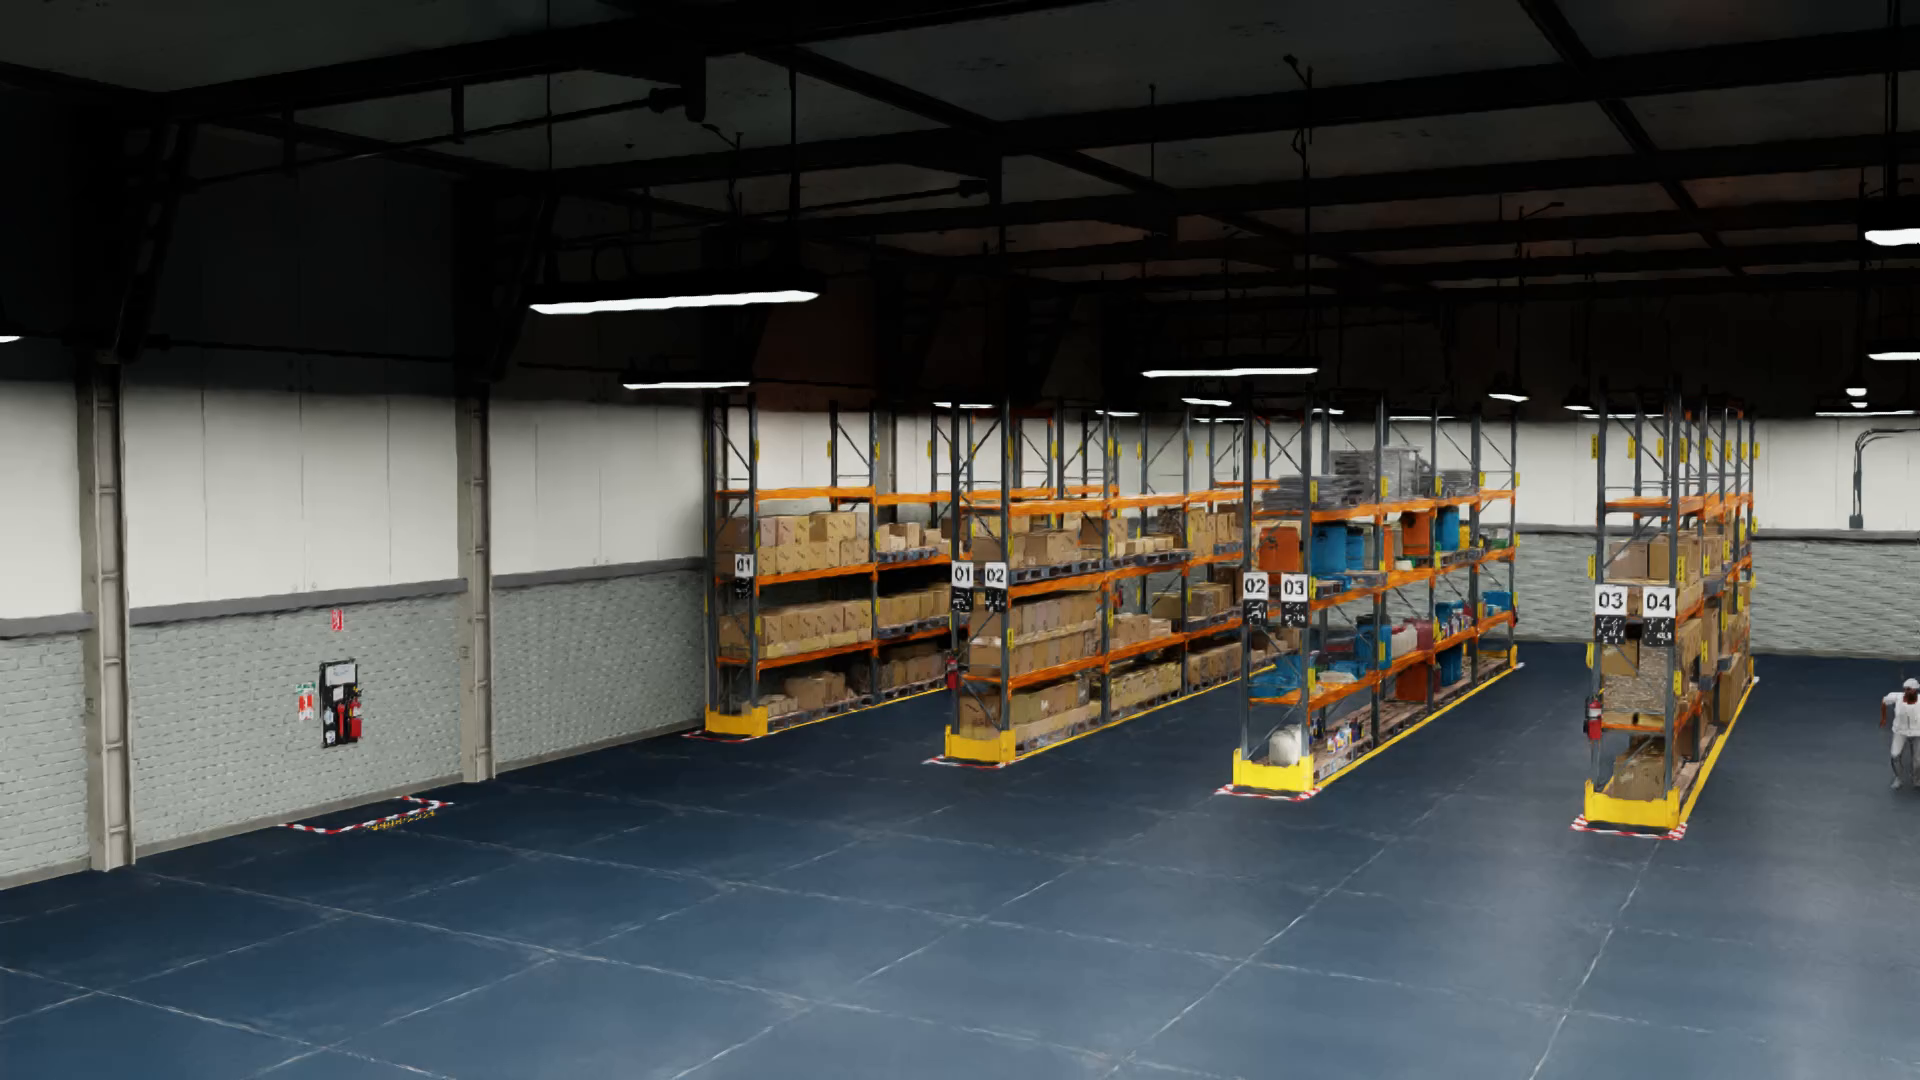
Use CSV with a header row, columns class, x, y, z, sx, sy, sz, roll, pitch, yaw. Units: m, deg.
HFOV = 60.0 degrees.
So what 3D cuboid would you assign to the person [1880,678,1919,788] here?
class,x,y,z,sx,sy,sz,roll,pitch,yaw
person,13.923,2.836,24.427,0.692,1.667,0.927,1,3,25
